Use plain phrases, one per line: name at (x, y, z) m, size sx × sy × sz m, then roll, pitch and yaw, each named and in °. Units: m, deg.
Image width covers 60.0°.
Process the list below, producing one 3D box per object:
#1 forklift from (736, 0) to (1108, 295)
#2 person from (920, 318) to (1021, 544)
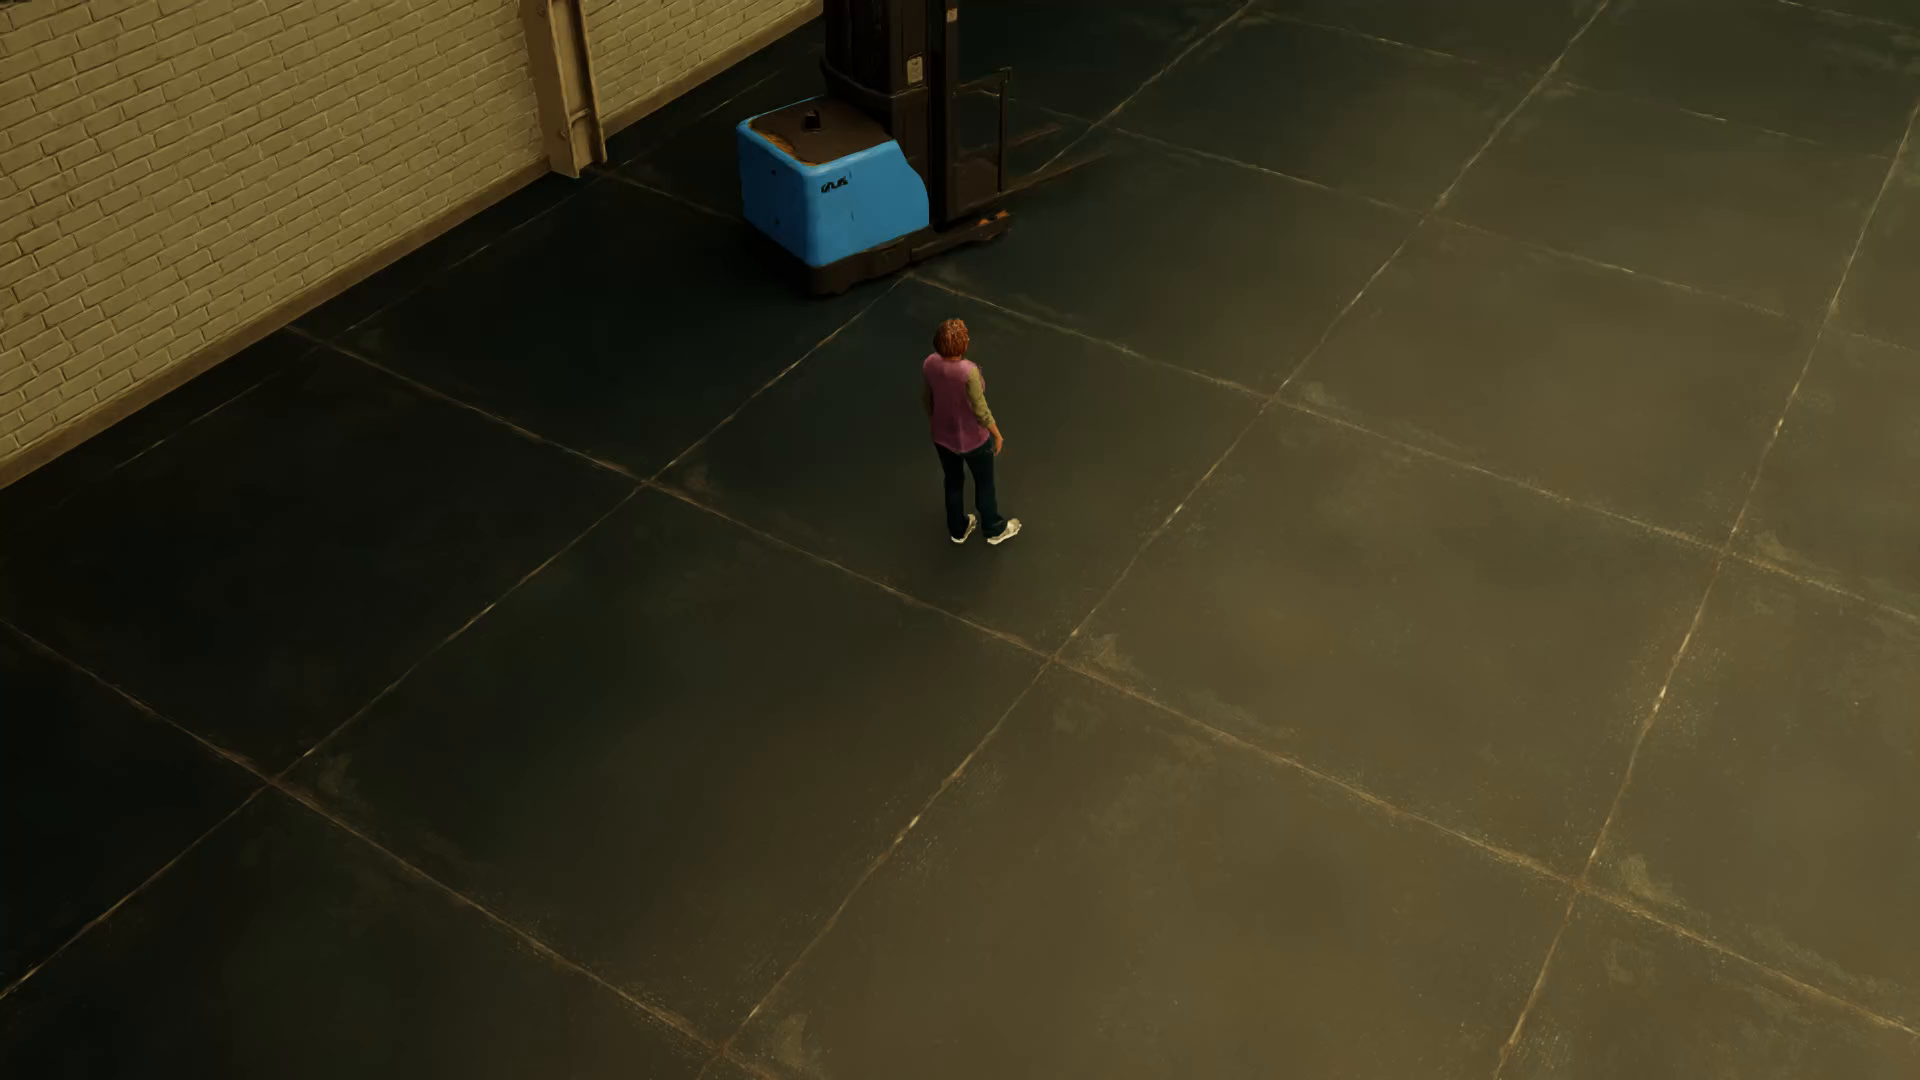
forklift at (-0.184, -3.703, 12.337) m, size 3.031 × 2.935 × 1.130 m, roll -26°, pitch 47°, yaw -28°
person at (0.051, -0.645, 9.760) m, size 0.520 × 1.583 × 0.474 m, roll 22°, pitch 45°, yaw 24°
